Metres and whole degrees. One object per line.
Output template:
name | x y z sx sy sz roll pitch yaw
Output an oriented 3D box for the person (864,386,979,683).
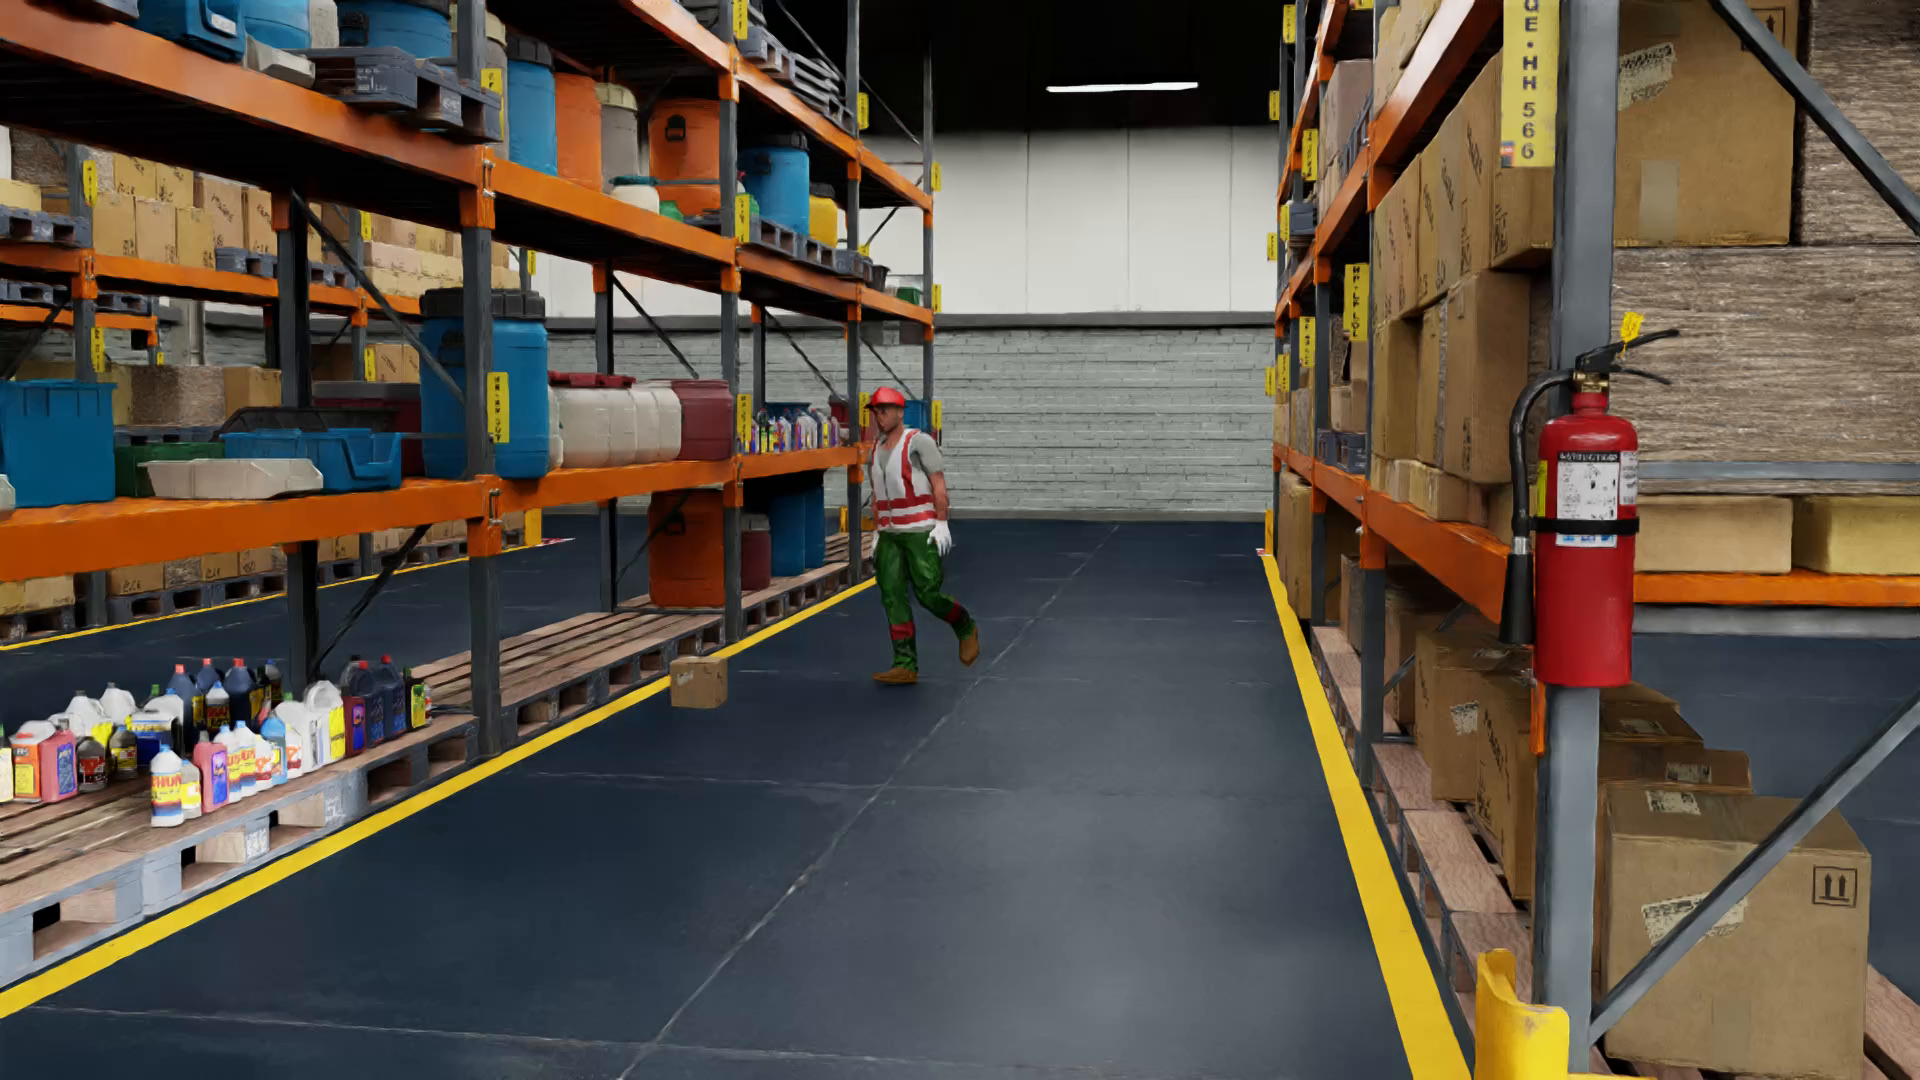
person | -0.287 -0.041 10.015 0.602 1.764 0.770 4 6 42
